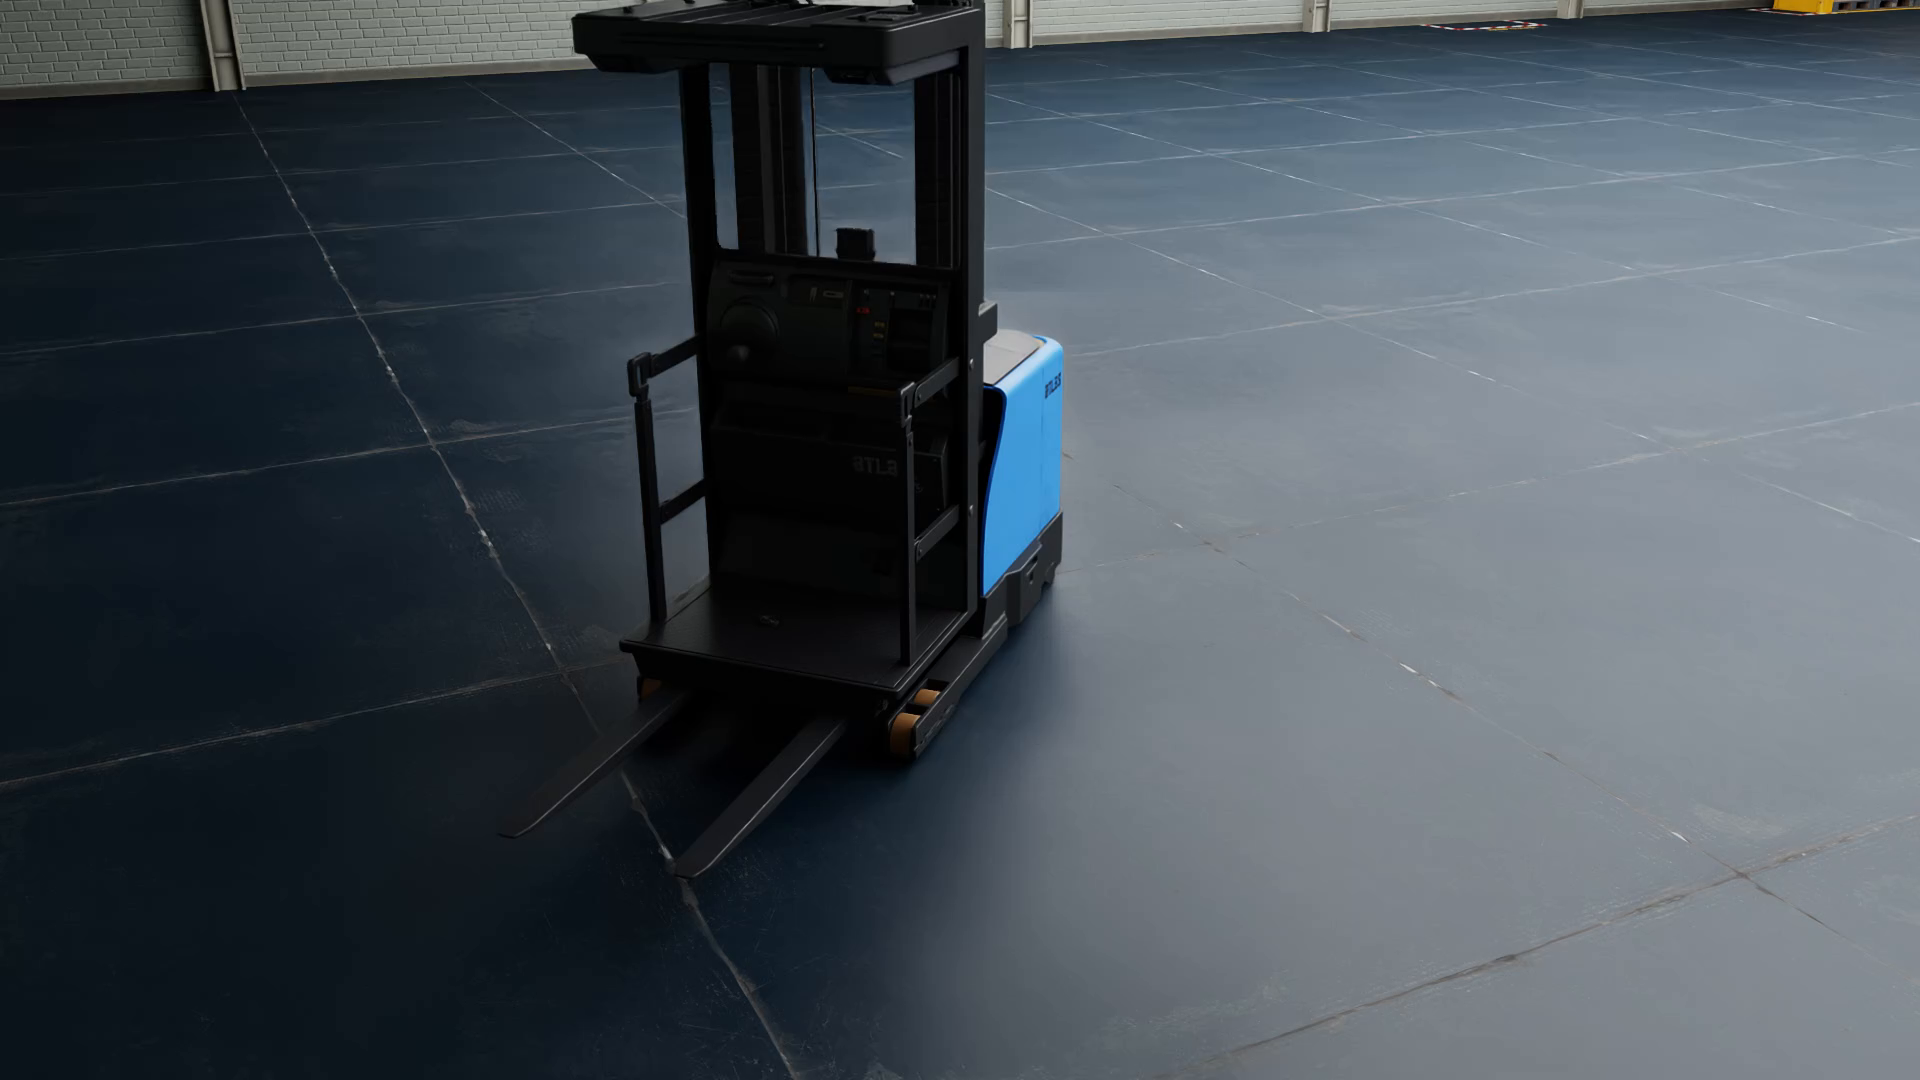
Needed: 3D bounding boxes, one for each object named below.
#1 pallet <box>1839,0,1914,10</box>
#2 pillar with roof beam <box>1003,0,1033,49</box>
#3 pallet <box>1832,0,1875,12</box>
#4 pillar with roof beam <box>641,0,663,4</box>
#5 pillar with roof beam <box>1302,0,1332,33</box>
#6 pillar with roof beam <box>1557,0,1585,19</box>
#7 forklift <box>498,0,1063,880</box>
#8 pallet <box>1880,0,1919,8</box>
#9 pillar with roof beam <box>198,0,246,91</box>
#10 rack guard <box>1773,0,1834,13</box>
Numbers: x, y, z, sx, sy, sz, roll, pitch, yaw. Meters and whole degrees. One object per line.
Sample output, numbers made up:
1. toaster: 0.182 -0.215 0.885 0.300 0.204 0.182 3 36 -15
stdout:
1. pallet: 18.818 -11.092 34.270 1.213 0.211 1.003 -10 25 -24
2. pillar with roof beam: 2.808 -10.761 21.981 0.400 9.000 9.100 -10 25 -24
3. pallet: 17.721 -10.891 33.785 1.213 0.211 1.003 -10 25 -24
4. pillar with roof beam: -2.598 -9.766 19.577 0.400 9.000 9.100 -10 25 -24
5. pillar with roof beam: 8.215 -11.756 24.385 0.400 9.000 9.100 -10 25 -24
6. pillar with roof beam: 13.621 -12.752 26.790 0.400 9.000 9.100 -10 25 -24
7. forklift: -0.549 -0.757 5.746 1.130 2.935 3.031 8 24 19
8. pallet: 19.919 -11.296 34.763 1.213 0.211 1.003 -10 25 -24
9. pillar with roof beam: -8.004 -8.771 17.172 0.400 9.000 9.100 -10 25 -24
10. rack guard: 16.973 -10.902 33.434 0.348 0.500 1.175 -10 25 -24
